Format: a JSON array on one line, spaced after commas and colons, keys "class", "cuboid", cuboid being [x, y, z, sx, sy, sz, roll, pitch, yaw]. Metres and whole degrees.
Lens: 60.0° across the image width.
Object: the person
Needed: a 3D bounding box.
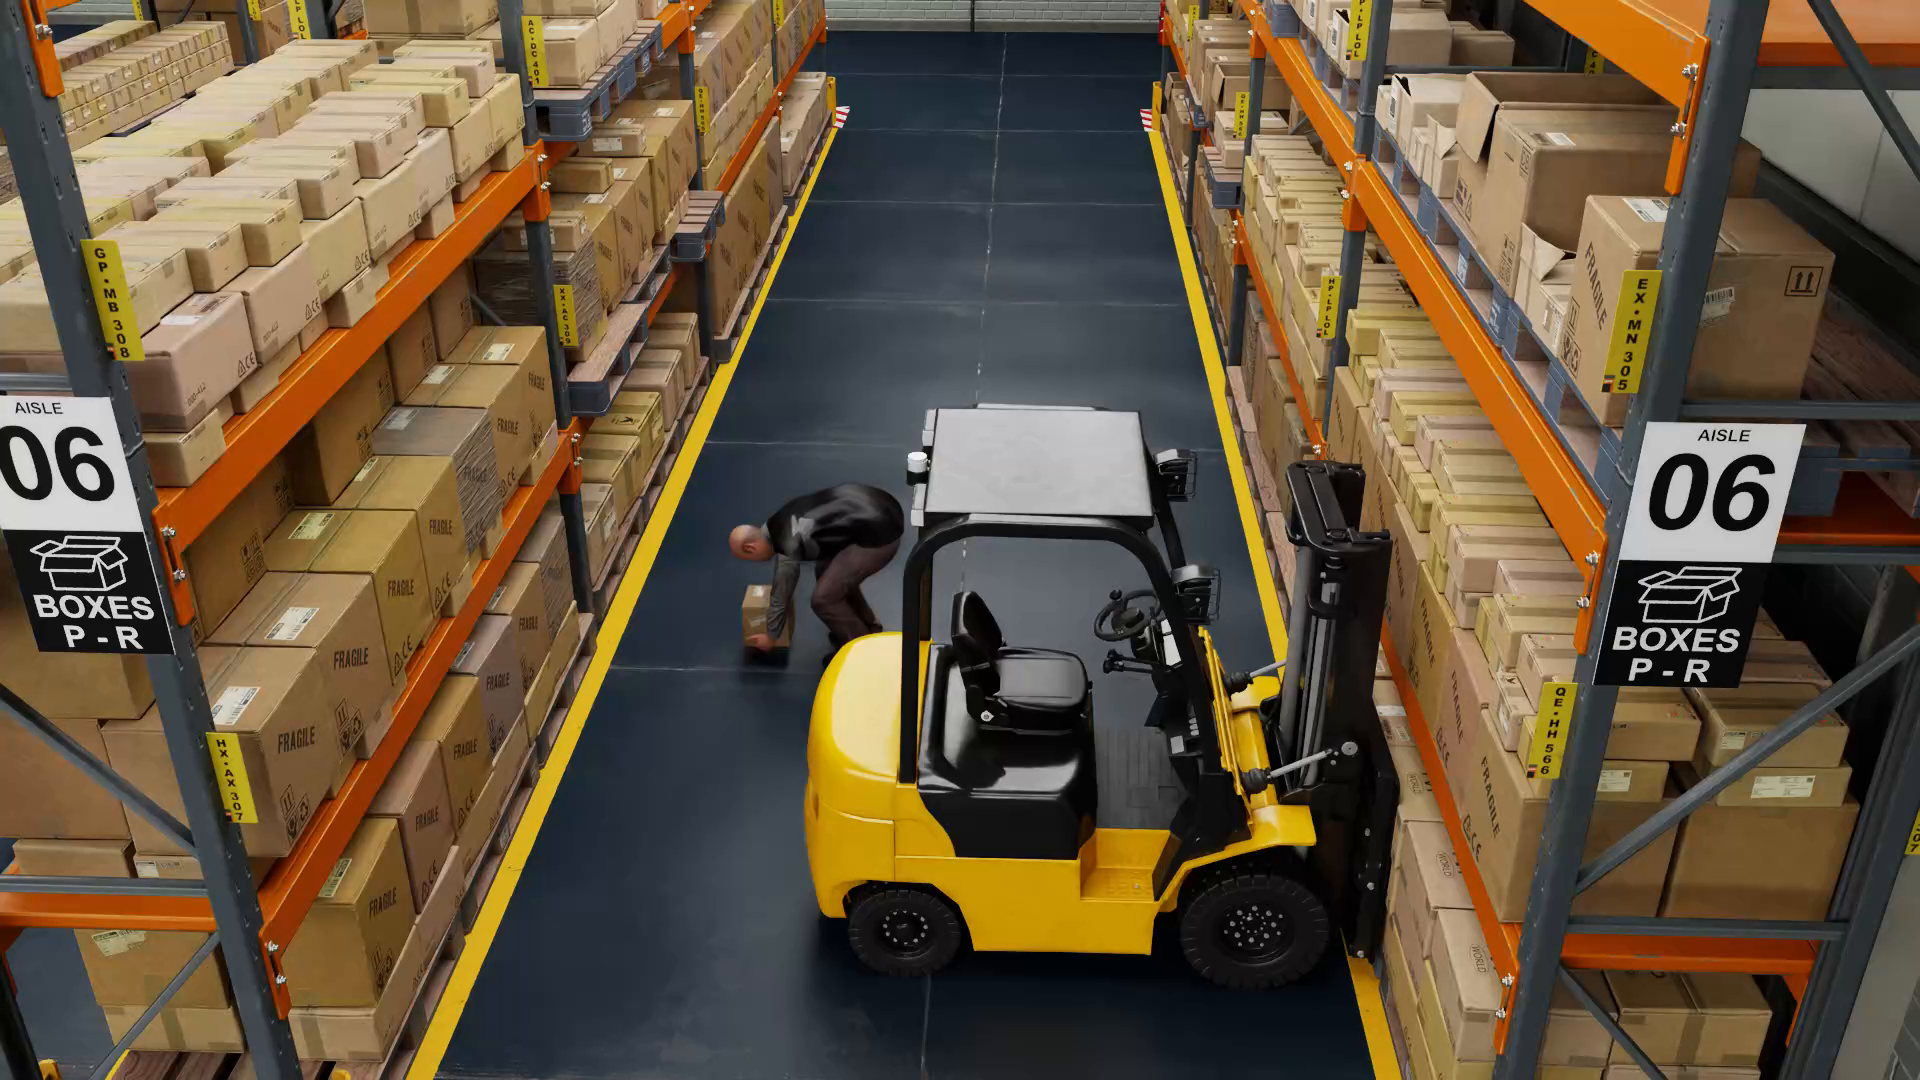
[{"class": "person", "cuboid": [-0.772, 0.182, 9.060, 0.948, 1.014, 0.503, 0, 28, -1]}]
